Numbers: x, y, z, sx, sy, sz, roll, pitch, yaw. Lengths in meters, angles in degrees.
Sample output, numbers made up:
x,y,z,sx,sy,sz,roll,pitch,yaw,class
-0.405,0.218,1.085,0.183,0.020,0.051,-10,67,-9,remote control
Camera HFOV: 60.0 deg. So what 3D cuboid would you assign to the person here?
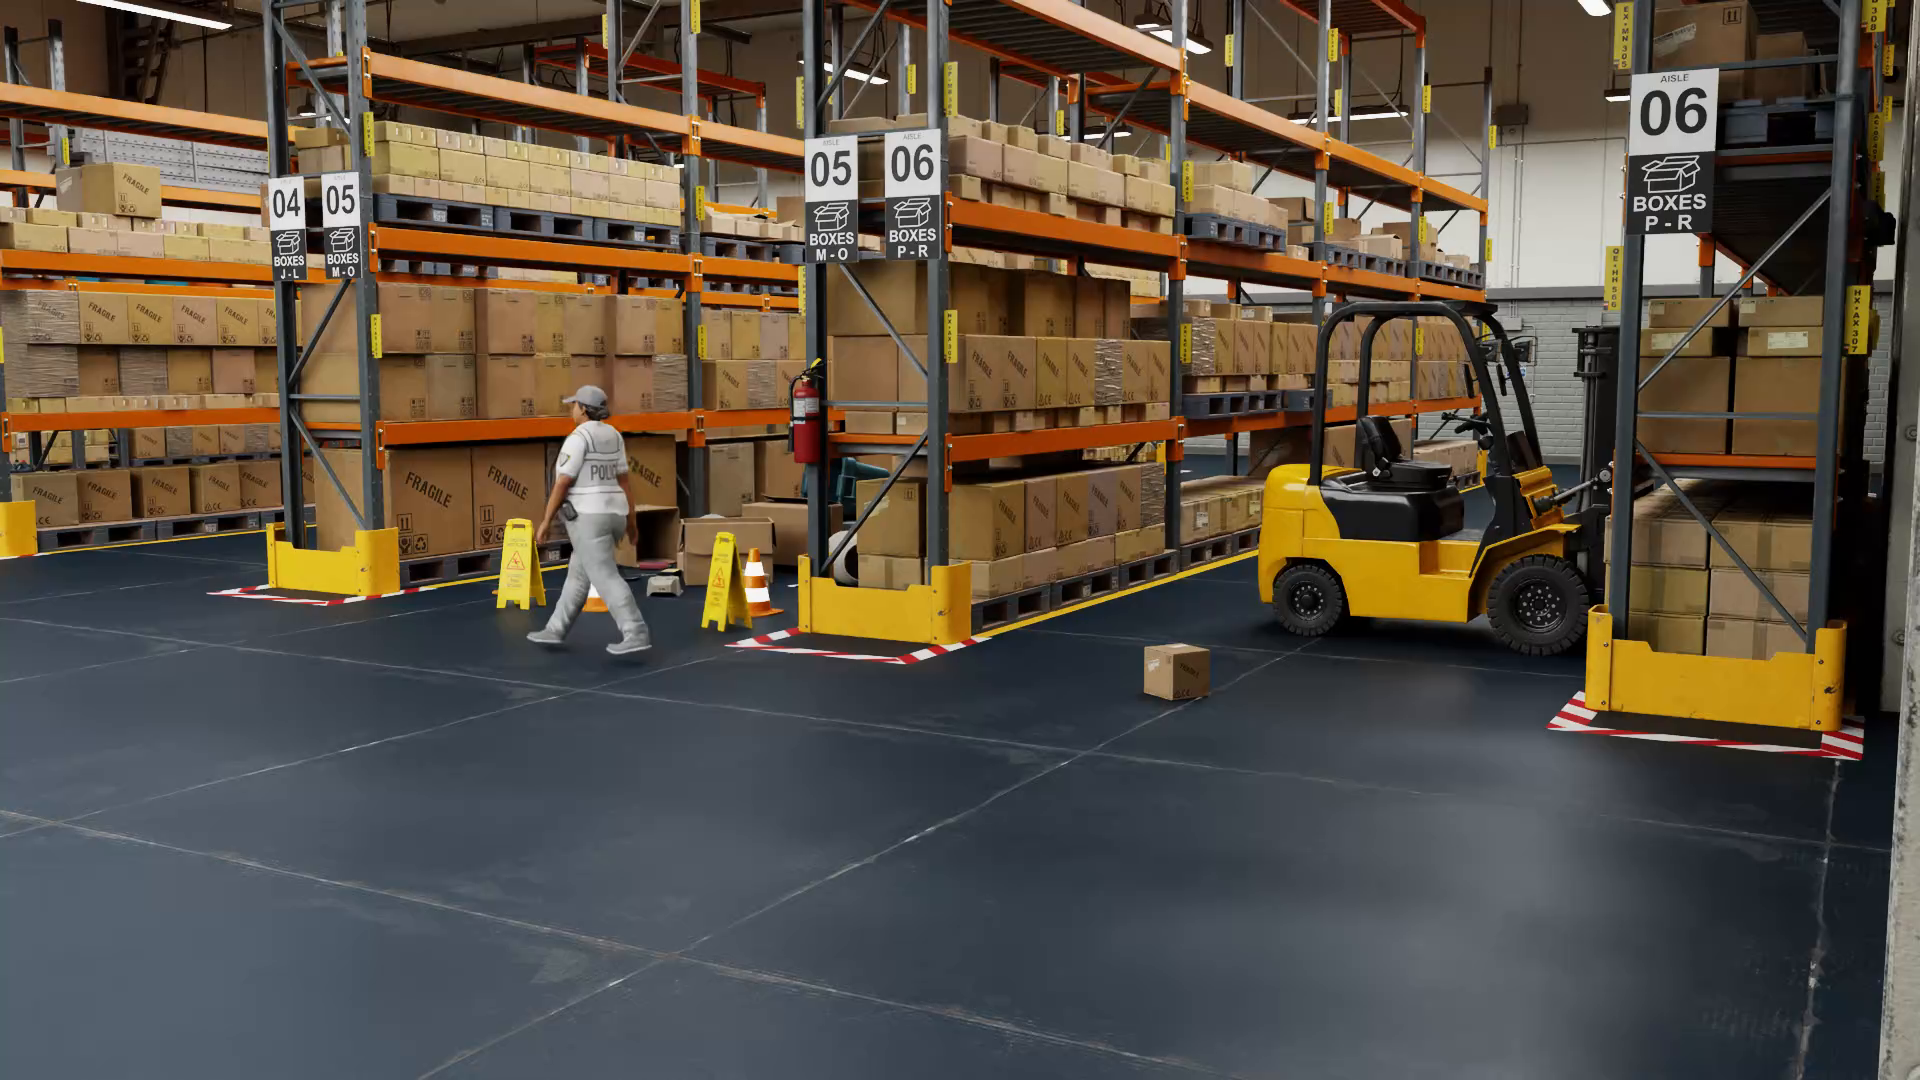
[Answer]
x,y,z,sx,sy,sz,roll,pitch,yaw,class
-2.272,-0.131,10.027,1.010,1.598,0.526,2,7,22,person
